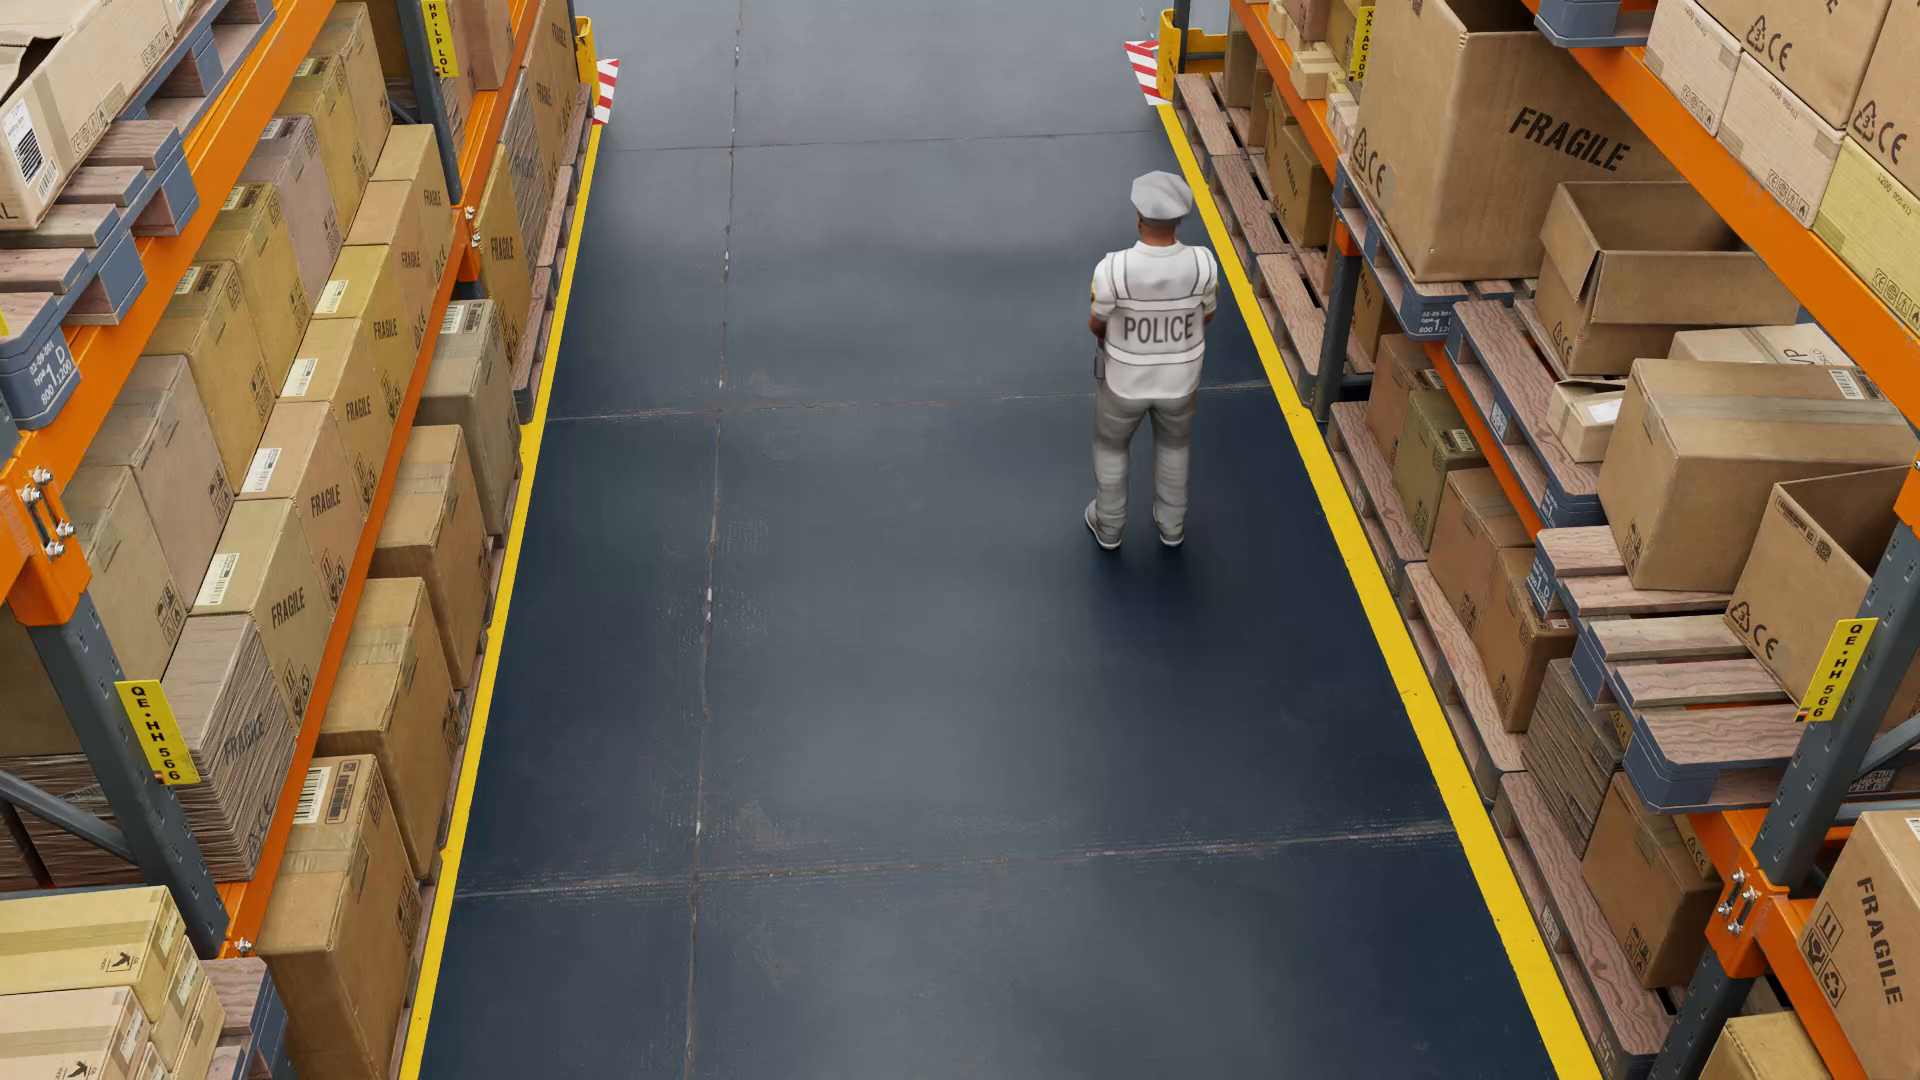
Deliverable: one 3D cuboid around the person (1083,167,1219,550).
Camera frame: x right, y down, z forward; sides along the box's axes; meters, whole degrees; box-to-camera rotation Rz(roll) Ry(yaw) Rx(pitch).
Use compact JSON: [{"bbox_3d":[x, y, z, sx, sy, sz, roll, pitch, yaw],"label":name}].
[{"bbox_3d":[0.790,-0.718,7.026,0.542,1.765,0.456,-4,39,-5],"label":"person"}]
